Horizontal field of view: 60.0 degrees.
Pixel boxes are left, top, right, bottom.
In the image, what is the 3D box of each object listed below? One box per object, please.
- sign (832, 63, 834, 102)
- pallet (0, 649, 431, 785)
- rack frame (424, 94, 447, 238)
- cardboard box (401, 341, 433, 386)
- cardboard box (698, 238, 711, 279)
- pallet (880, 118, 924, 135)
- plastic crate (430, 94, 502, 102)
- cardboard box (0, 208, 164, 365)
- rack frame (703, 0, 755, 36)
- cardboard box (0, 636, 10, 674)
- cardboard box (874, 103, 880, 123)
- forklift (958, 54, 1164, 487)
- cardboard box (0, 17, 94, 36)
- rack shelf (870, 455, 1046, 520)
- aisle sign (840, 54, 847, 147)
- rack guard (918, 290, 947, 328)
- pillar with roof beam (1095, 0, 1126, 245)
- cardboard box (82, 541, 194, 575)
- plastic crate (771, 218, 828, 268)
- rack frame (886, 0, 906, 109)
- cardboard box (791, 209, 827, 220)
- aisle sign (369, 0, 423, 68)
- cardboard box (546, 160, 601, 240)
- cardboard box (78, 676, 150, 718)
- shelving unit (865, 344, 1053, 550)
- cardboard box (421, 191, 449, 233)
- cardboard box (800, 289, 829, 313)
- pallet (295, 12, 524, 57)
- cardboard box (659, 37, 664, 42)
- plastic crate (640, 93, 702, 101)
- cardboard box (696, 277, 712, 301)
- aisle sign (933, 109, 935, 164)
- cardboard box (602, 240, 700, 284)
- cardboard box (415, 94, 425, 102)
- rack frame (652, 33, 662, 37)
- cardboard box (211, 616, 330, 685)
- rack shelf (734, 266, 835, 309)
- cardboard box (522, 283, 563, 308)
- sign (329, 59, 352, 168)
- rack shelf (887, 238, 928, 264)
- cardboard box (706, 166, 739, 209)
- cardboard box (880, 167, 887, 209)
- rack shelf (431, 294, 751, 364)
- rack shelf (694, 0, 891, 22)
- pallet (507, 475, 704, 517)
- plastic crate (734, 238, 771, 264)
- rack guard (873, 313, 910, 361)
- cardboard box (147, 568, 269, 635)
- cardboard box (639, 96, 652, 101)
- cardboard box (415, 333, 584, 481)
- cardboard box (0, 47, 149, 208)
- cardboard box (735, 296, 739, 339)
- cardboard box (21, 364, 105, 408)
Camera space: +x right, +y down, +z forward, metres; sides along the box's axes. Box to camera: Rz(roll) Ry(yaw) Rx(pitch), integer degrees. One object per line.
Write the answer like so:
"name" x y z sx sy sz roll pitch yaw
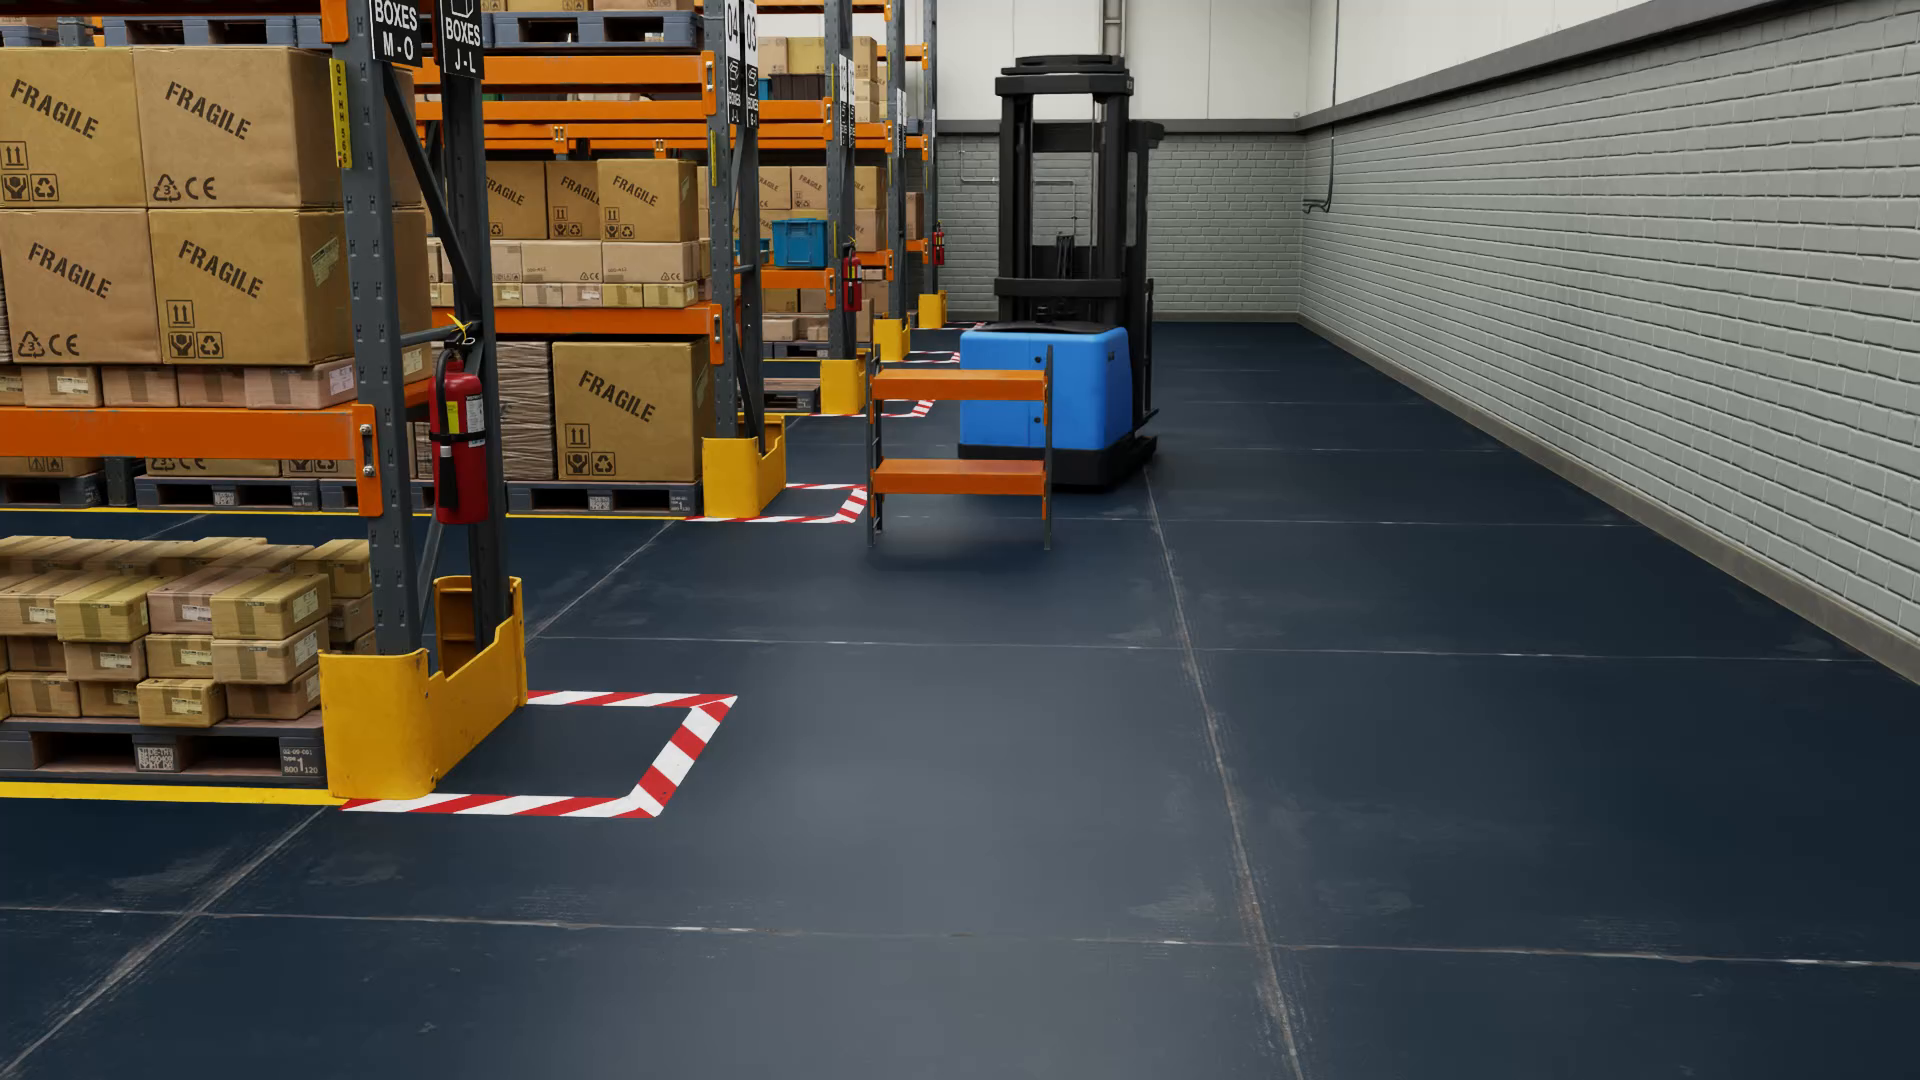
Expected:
"sign" -1.122 -4.042 14.694 0.005 0.325 0.100 1 12 4
"pallet" -2.748 0.632 6.232 1.213 0.211 1.003 1 12 4
"rack frame" -5.092 -2.792 15.790 0.127 3.000 1.000 1 12 4
"cardboard box" -2.166 -0.662 6.221 0.250 0.149 0.380 1 12 3
"cardboard box" -1.893 -1.859 10.971 0.500 0.250 0.500 0 12 2
"pallet" -1.180 -6.194 24.944 1.213 0.211 1.003 1 12 4
"plastic crate" -4.649 -4.213 15.772 0.662 0.188 0.450 1 12 4
"cardboard box" -2.844 -0.870 5.630 0.500 0.500 0.500 1 12 3
"rack frame" -1.432 -4.662 10.077 0.127 3.000 1.000 1 12 4
"cardboard box" -3.446 0.371 5.881 0.250 0.149 0.380 1 12 5
"cardboard box" -1.262 -5.203 20.356 0.500 0.250 0.500 1 12 4
"forklift" 0.891 -2.053 12.423 1.130 2.935 3.031 3 12 16
"cardboard box" -6.003 -3.509 10.620 0.500 0.500 0.700 1 12 5
"rack shelf" 0.007 -0.311 9.703 1.000 0.278 0.538 1 12 4
"aisle sign" -1.049 -3.949 14.971 0.004 0.787 0.394 1 12 4
"rack guard" -0.415 -3.537 25.458 0.348 0.500 1.175 1 12 4
"pillar with roof beam" 2.025 -6.958 21.053 0.400 9.000 9.100 1 12 4
"cardboard box" -3.143 0.113 6.385 0.250 0.149 0.380 0 12 1
"plastic crate" -1.448 -2.750 15.358 0.499 0.435 0.616 1 12 4
"rack frame" -0.766 -6.686 19.751 0.127 3.000 1.000 1 12 4
"cardboard box" -1.749 -3.755 20.149 0.500 0.500 0.500 1 12 4
"aisle sign" -1.812 -1.924 5.290 0.004 0.787 0.394 1 12 4
"cardboard box" -2.392 -2.233 10.927 0.500 0.500 0.500 0 12 2
"cardboard box" -2.925 0.508 5.953 0.250 0.149 0.380 1 12 3
"shelving unit" 0.007 -0.550 9.652 1.048 1.125 0.538 1 12 4
"cardboard box" -6.524 -4.070 20.629 0.500 0.500 0.700 -2 12 -11
"cardboard box" -2.145 -3.746 25.430 0.500 0.500 0.700 0 12 2
"pallet" -3.394 -3.175 10.509 1.213 0.211 1.003 1 12 4
"cardboard box" -3.281 -5.770 20.015 0.500 0.500 0.700 1 12 4
"plastic crate" -2.607 -4.252 15.596 0.767 0.338 0.504 1 12 4
"cardboard box" -1.764 -1.675 11.062 0.250 0.149 0.380 1 12 4
"aisle sign" -0.387 -5.971 24.640 0.004 0.787 0.394 1 12 4
"cardboard box" -1.933 -1.750 10.448 0.500 0.250 0.500 1 12 3
"cardboard box" -6.586 -5.615 20.446 0.600 0.600 0.600 0 12 2
"rack frame" -4.430 -7.752 24.851 0.127 3.000 1.000 1 12 4
"cardboard box" -2.410 0.382 5.828 0.250 0.149 0.380 0 12 2
"rack shelf" -3.097 -2.413 15.733 4.000 0.370 1.077 1 12 4
"cardboard box" -2.569 -1.551 10.469 0.250 0.149 0.380 1 12 5
"sign" -1.921 -1.322 5.162 0.005 0.325 0.100 1 12 4
"rack shelf" -2.435 -4.437 25.408 4.000 0.370 1.077 1 12 4
"cardboard box" -2.763 -4.257 20.109 0.500 0.500 0.500 1 12 6
"cardboard box" -1.192 -4.348 20.540 0.500 0.500 0.500 1 12 5
"rack shelf" -3.428 -1.401 10.896 4.000 0.370 1.077 1 12 4
"rack shelf" -2.762 -6.359 19.956 4.000 0.370 1.077 1 12 4
"pallet" -2.235 -0.356 10.952 1.213 0.211 1.003 1 12 4
"plastic crate" -1.982 -2.764 15.920 0.300 0.233 0.416 1 12 4
"rack guard" -0.842 -2.527 20.627 0.348 0.500 1.175 1 12 4
"cardboard box" -2.656 0.214 5.901 0.250 0.149 0.380 1 12 5
"cardboard box" -3.790 -5.380 19.979 0.500 0.250 0.500 1 12 4
"cardboard box" -2.984 -0.896 10.889 0.875 0.875 0.875 1 12 4
"cardboard box" -2.843 -1.360 5.531 0.500 0.500 0.500 0 12 2
"cardboard box" -2.883 -2.773 20.720 0.637 0.503 0.797 1 12 4
"cardboard box" -2.962 -0.548 5.673 0.250 0.149 0.380 1 12 5
